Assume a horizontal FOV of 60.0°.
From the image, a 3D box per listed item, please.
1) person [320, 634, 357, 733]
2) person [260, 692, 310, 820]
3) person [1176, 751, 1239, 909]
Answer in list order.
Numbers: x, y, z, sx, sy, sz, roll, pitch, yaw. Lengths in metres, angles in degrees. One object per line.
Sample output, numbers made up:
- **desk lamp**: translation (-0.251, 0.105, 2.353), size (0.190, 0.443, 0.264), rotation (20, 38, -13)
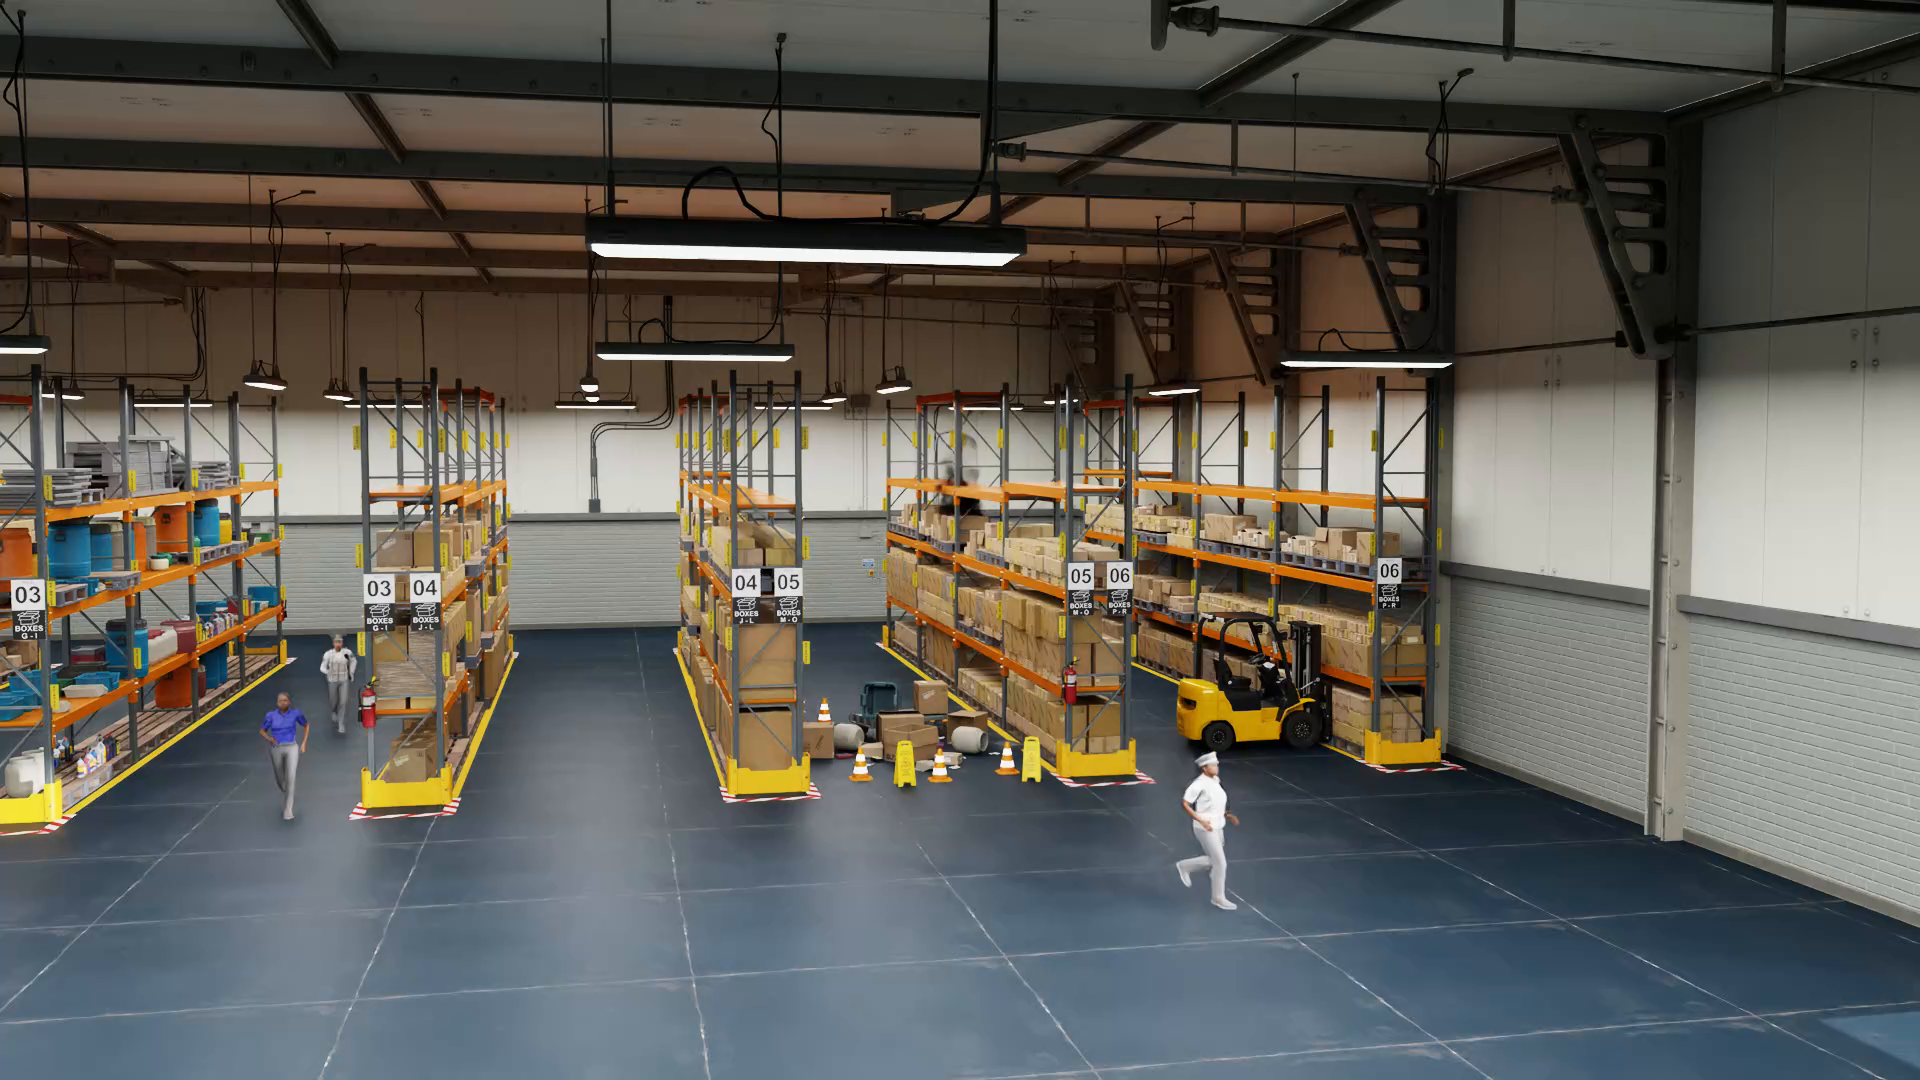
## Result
- **person**: translation (-10.753, 2.448, 28.798), size (0.600, 1.681, 0.892), rotation (-1, 4, -22)
- **person**: translation (-9.077, 2.862, 22.360), size (0.616, 1.661, 0.847), rotation (-1, 4, -17)
- **person**: translation (2.643, 3.111, 17.968), size (0.760, 1.686, 0.577), rotation (2, 4, 36)
